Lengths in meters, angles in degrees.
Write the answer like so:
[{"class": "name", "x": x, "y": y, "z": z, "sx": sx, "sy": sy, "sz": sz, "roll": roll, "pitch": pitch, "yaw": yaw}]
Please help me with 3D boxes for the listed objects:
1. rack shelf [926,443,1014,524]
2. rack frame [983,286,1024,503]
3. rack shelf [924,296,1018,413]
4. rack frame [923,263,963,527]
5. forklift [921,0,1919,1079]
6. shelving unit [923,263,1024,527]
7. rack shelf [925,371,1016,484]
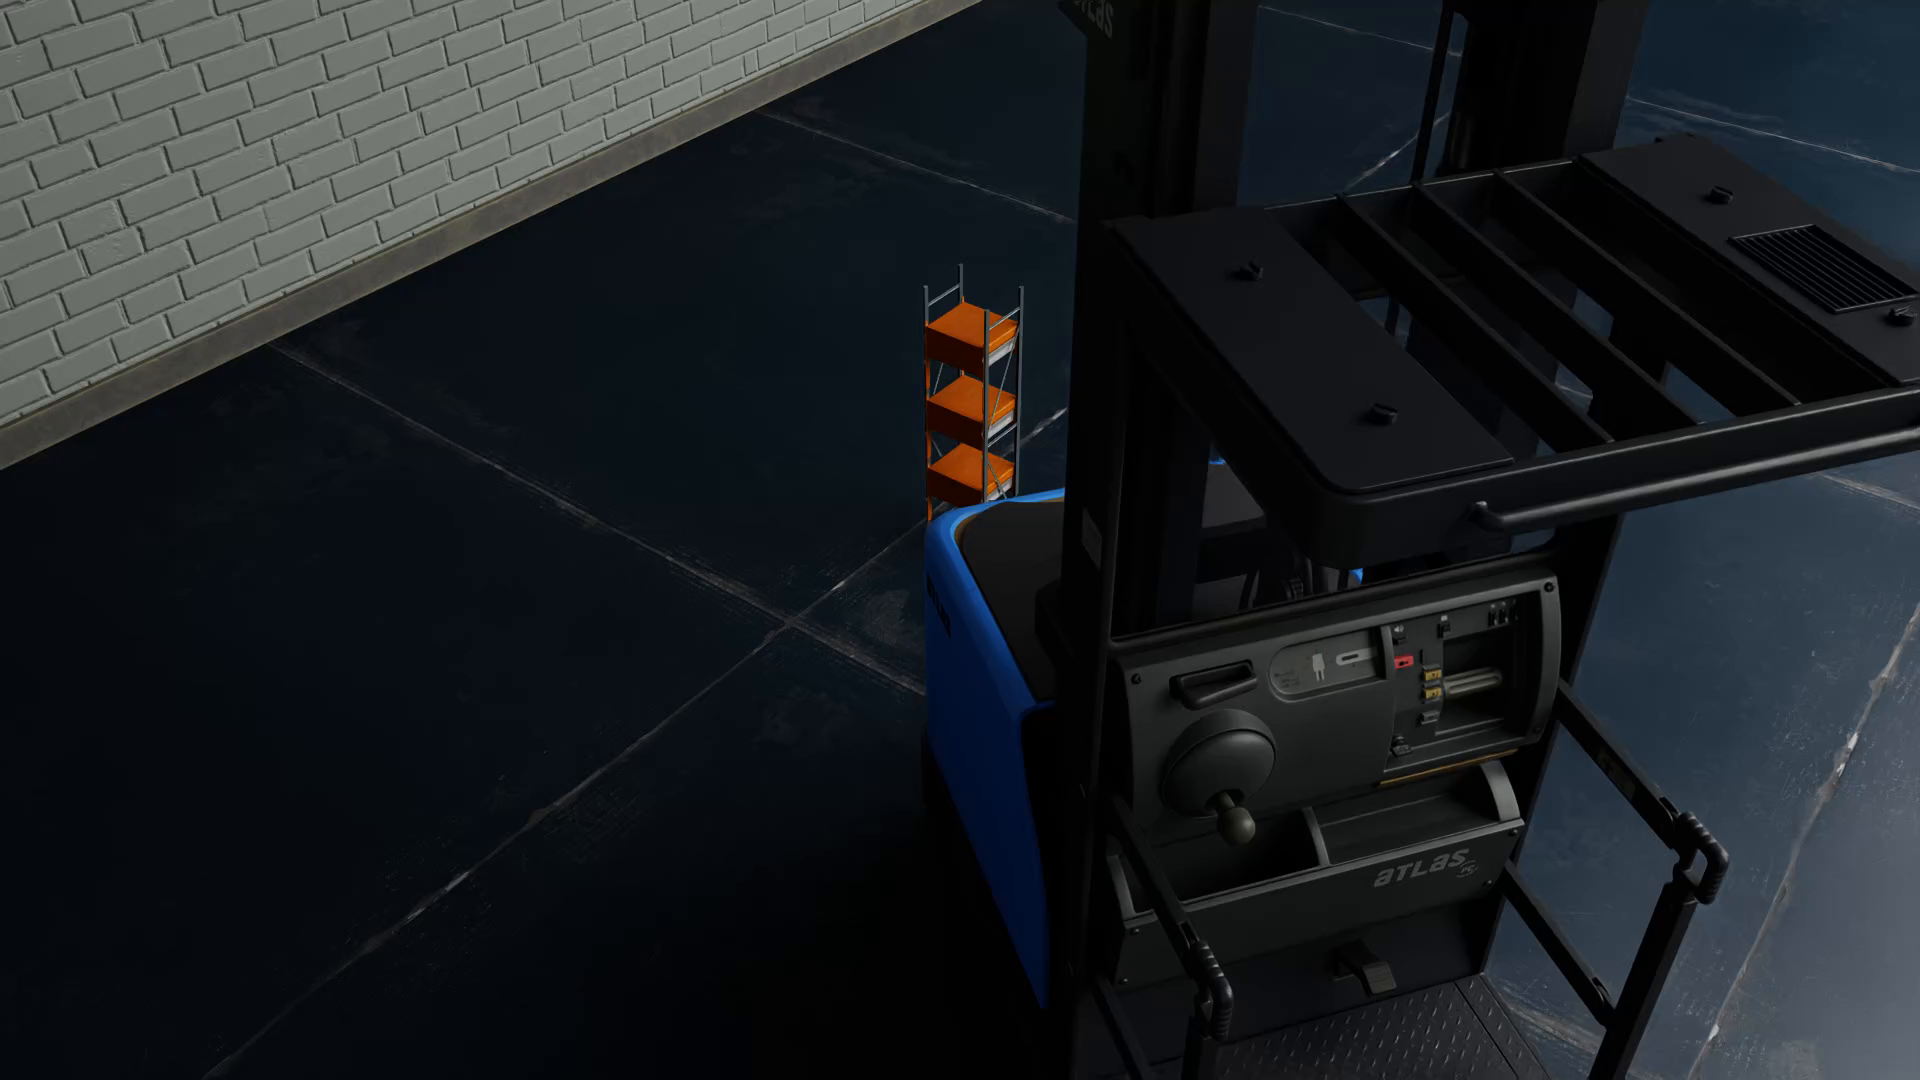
[{"class": "rack shelf", "x": 0.043, "y": -0.166, "z": 5.794, "sx": 0.240, "sy": 0.259, "sz": 0.215, "roll": 25, "pitch": 45, "yaw": 29}, {"class": "rack frame", "x": 0.139, "y": -0.348, "z": 5.558, "sx": 0.008, "sy": 1.050, "sz": 0.200, "roll": 25, "pitch": 45, "yaw": 29}, {"class": "rack shelf", "x": 0.042, "y": -0.608, "z": 5.448, "sx": 0.240, "sy": 0.259, "sz": 0.215, "roll": 25, "pitch": 45, "yaw": 29}, {"class": "rack frame", "x": -0.054, "y": -0.439, "z": 5.674, "sx": 0.008, "sy": 1.050, "sz": 0.200, "roll": 25, "pitch": 45, "yaw": 29}, {"class": "forklift", "x": 0.821, "y": 0.397, "z": 3.080, "sx": 1.130, "sy": 2.935, "sz": 3.031, "roll": -11, "pitch": 39, "yaw": -14}, {"class": "shelving unit", "x": 0.042, "y": -0.393, "z": 5.616, "sx": 0.252, "sy": 1.050, "sz": 0.215, "roll": 25, "pitch": 45, "yaw": 29}, {"class": "rack shelf", "x": 0.042, "y": -0.385, "z": 5.623, "sx": 0.240, "sy": 0.259, "sz": 0.215, "roll": 25, "pitch": 45, "yaw": 29}]
